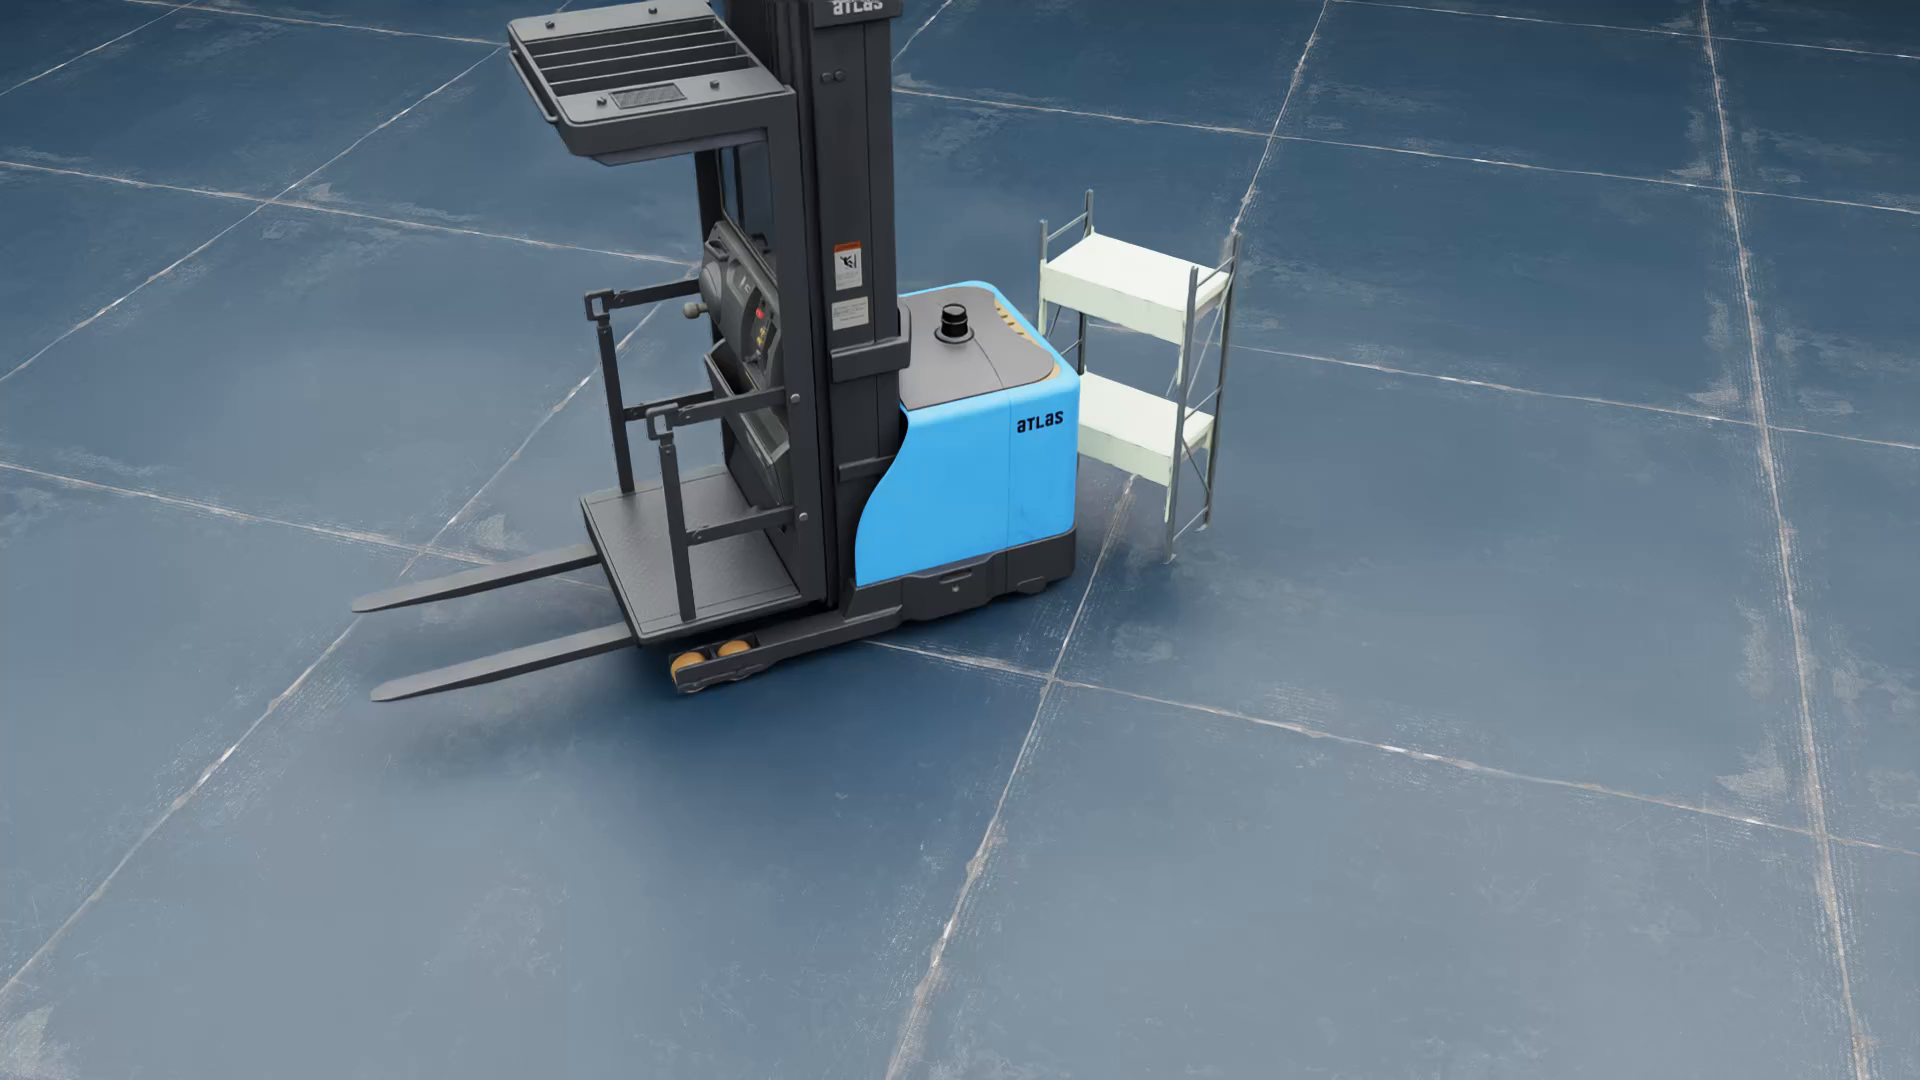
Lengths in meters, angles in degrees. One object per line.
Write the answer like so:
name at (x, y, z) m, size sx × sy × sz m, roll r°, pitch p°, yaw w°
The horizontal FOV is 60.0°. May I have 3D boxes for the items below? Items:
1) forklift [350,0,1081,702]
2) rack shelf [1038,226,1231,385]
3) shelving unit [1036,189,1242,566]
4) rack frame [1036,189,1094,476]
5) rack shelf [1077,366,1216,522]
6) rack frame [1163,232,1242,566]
forklift at (-1.049, -0.906, 6.508) m, size 3.031 × 2.935 × 1.130 m, roll -14°, pitch 39°, yaw -19°
rack shelf at (0.758, -1.028, 7.223) m, size 0.720 × 0.370 × 0.431 m, roll 23°, pitch 42°, yaw 28°
shelving unit at (0.758, -0.713, 7.454) m, size 0.755 × 1.500 × 0.431 m, roll 23°, pitch 42°, yaw 28°
rack frame at (0.461, -0.841, 7.627) m, size 0.023 × 1.500 × 0.400 m, roll 23°, pitch 42°, yaw 28°
rack shelf at (0.758, -0.451, 7.647) m, size 0.720 × 0.370 × 0.431 m, roll 23°, pitch 42°, yaw 28°
rack frame at (1.055, -0.586, 7.281) m, size 0.023 × 1.500 × 0.400 m, roll 23°, pitch 42°, yaw 28°
